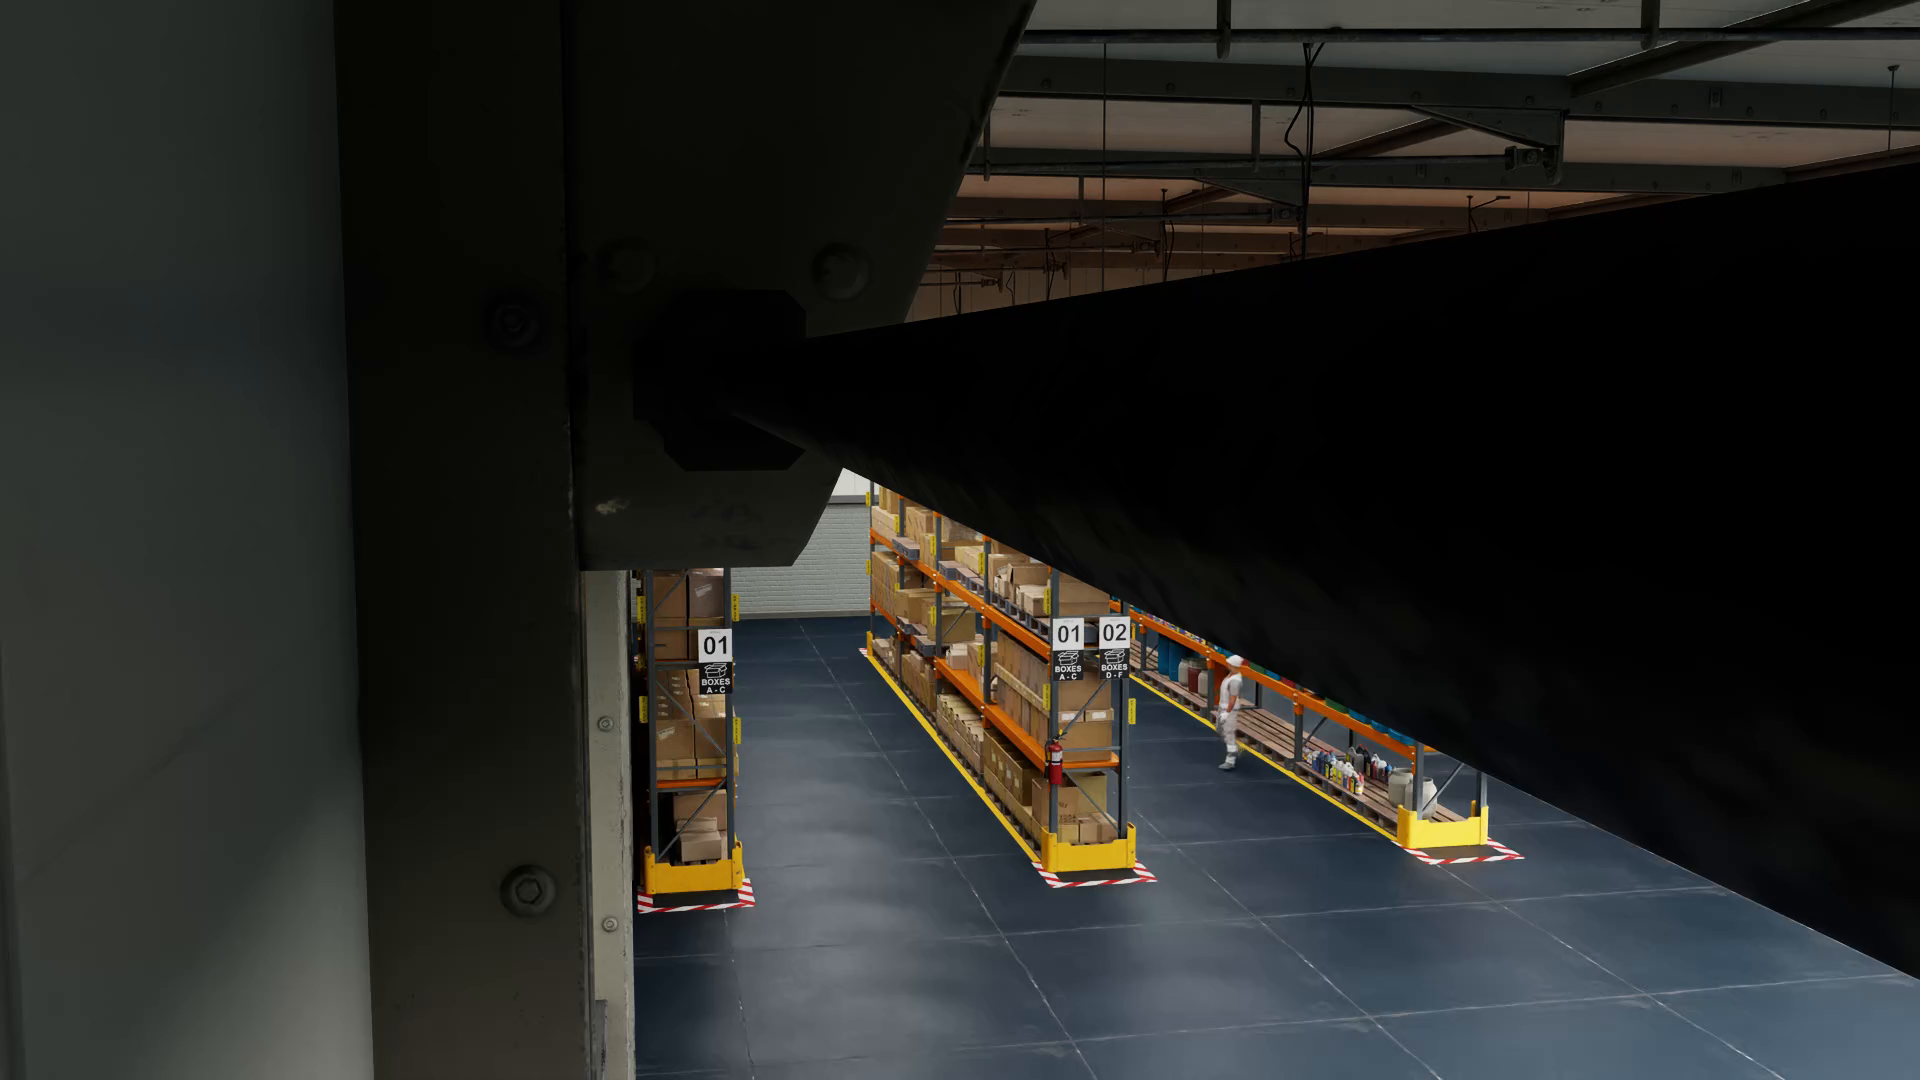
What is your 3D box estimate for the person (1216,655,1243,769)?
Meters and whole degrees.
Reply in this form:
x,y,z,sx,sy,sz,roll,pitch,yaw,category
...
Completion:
x,y,z,sx,sy,sz,roll,pitch,yaw,category
4.259,2.696,26.326,0.457,1.792,0.654,-1,6,-5,person
